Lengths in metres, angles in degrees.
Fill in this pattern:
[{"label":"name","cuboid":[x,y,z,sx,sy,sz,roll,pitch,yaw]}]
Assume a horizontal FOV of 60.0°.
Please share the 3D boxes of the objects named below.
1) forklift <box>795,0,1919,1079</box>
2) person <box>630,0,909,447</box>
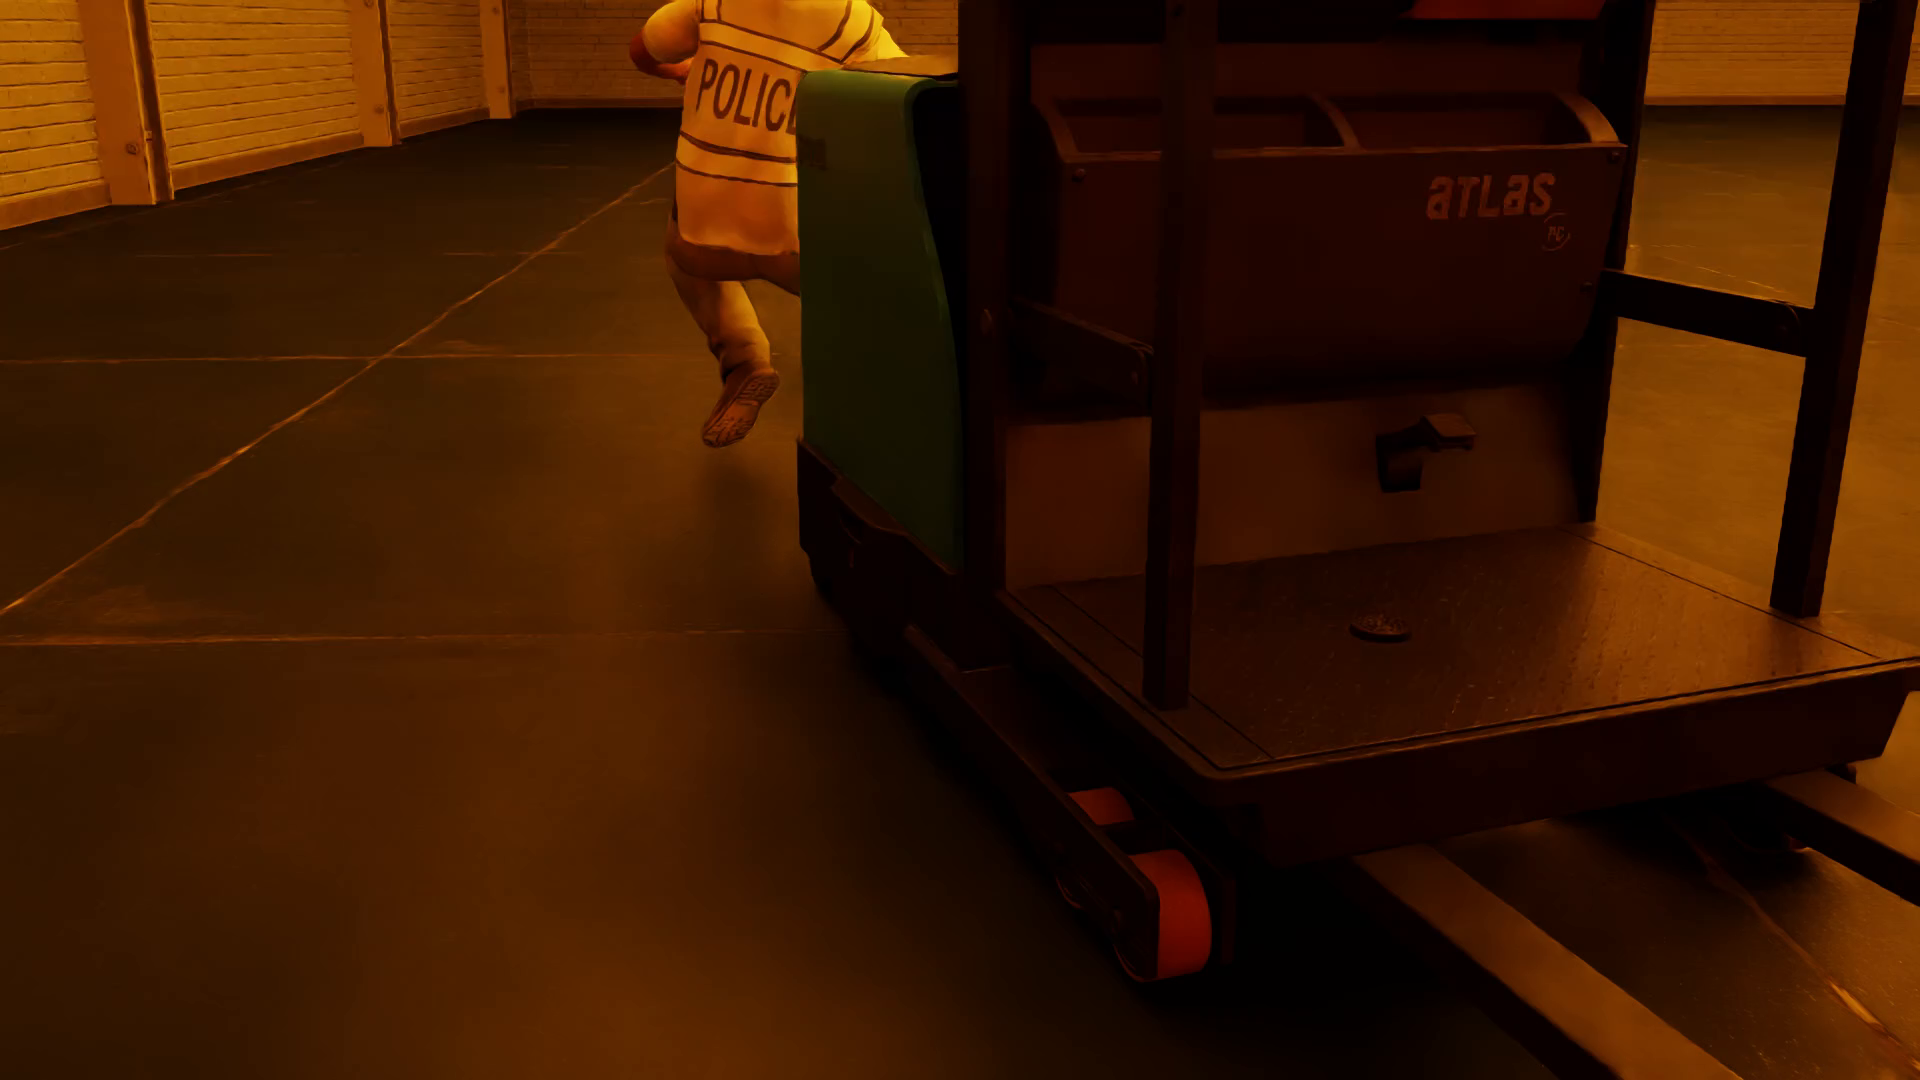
[{"label":"forklift","cuboid":[0.625,-0.979,2.109,1.130,2.935,3.031,-6,18,-19]},{"label":"person","cuboid":[-0.396,-0.935,4.396,0.916,1.498,0.829,4,17,13]}]
